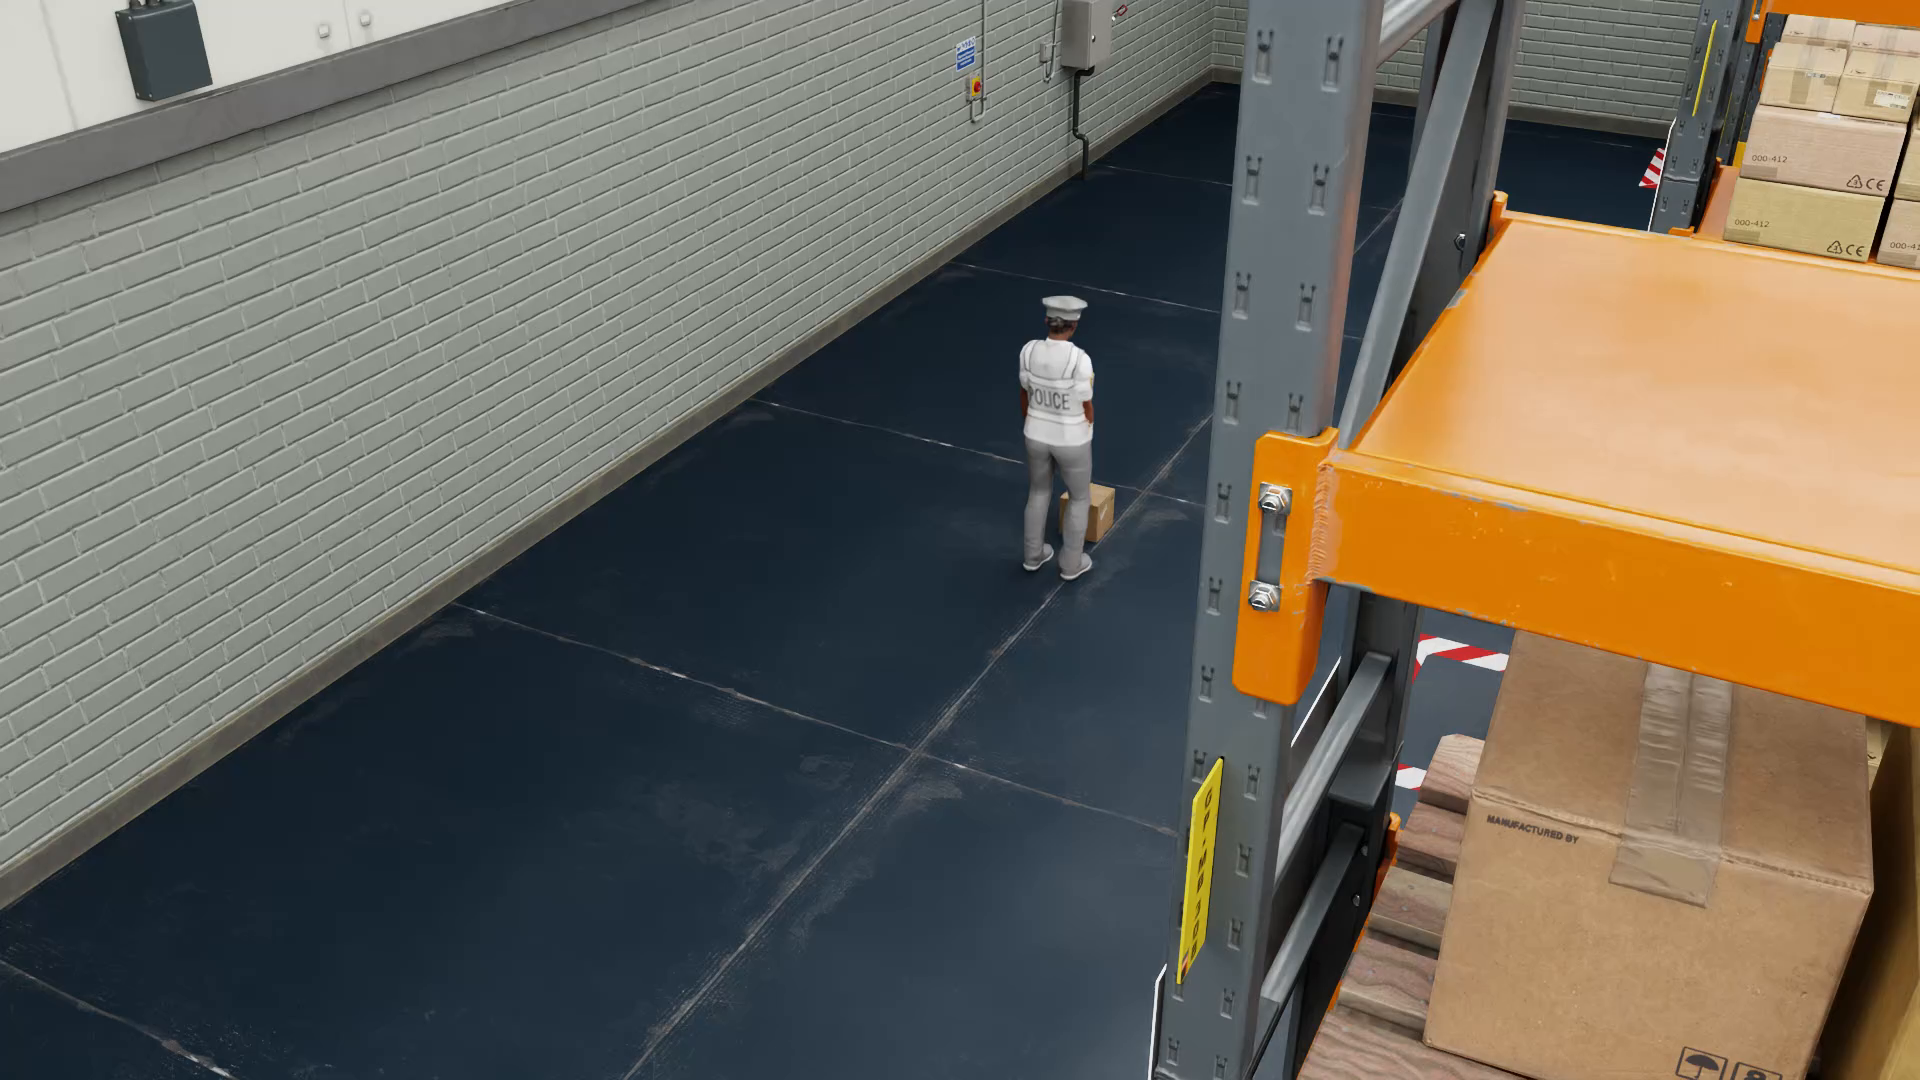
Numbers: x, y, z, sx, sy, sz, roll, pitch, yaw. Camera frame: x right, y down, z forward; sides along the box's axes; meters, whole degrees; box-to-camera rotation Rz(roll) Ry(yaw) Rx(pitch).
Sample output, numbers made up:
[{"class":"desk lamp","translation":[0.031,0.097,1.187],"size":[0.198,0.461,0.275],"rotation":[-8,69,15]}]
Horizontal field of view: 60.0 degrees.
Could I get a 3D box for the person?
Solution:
[{"class":"person","translation":[0.534,-0.561,9.272],"size":[0.444,1.648,0.366],"rotation":[15,34,24]}]
